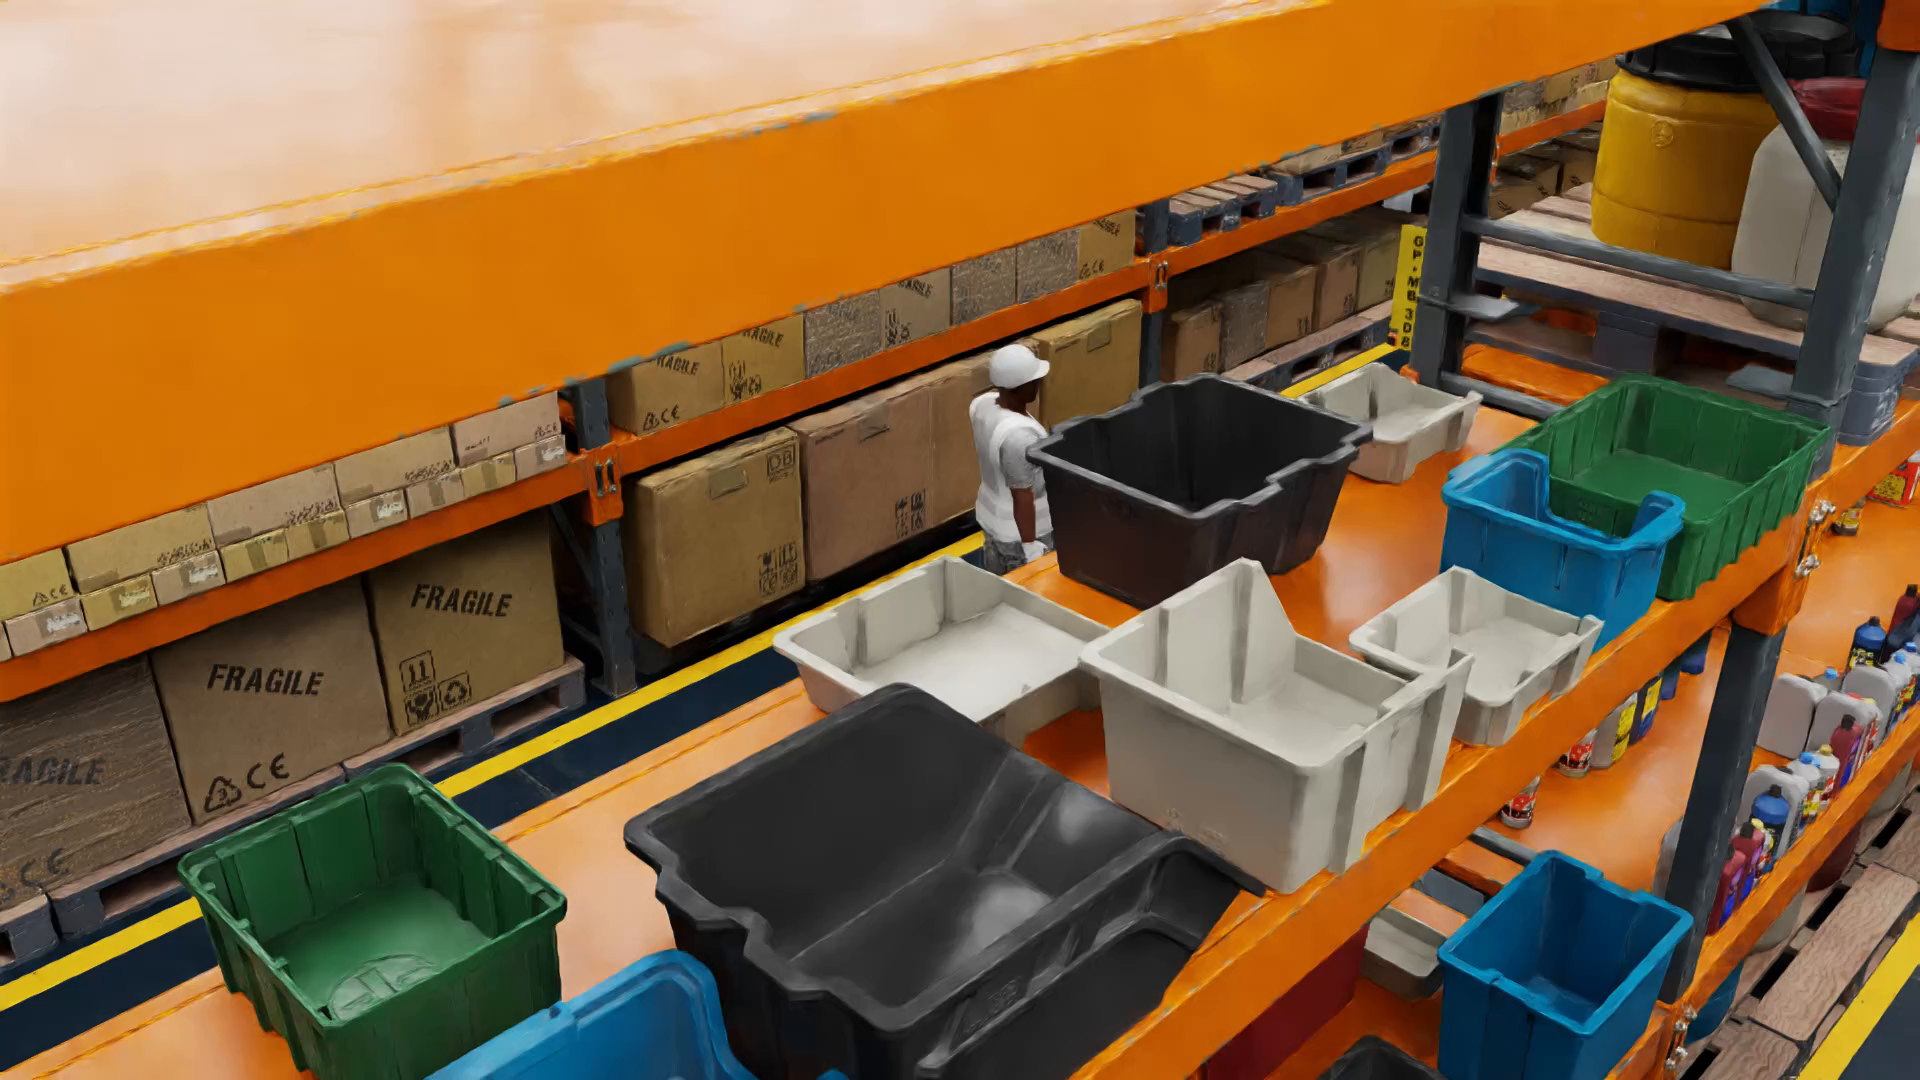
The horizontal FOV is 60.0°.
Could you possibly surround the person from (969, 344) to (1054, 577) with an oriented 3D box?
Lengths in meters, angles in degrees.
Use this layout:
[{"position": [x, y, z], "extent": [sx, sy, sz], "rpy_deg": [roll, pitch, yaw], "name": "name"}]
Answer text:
[{"position": [0.246, -0.078, 7.732], "extent": [0.649, 1.787, 0.564], "rpy_deg": [-10, 29, -19], "name": "person"}]
